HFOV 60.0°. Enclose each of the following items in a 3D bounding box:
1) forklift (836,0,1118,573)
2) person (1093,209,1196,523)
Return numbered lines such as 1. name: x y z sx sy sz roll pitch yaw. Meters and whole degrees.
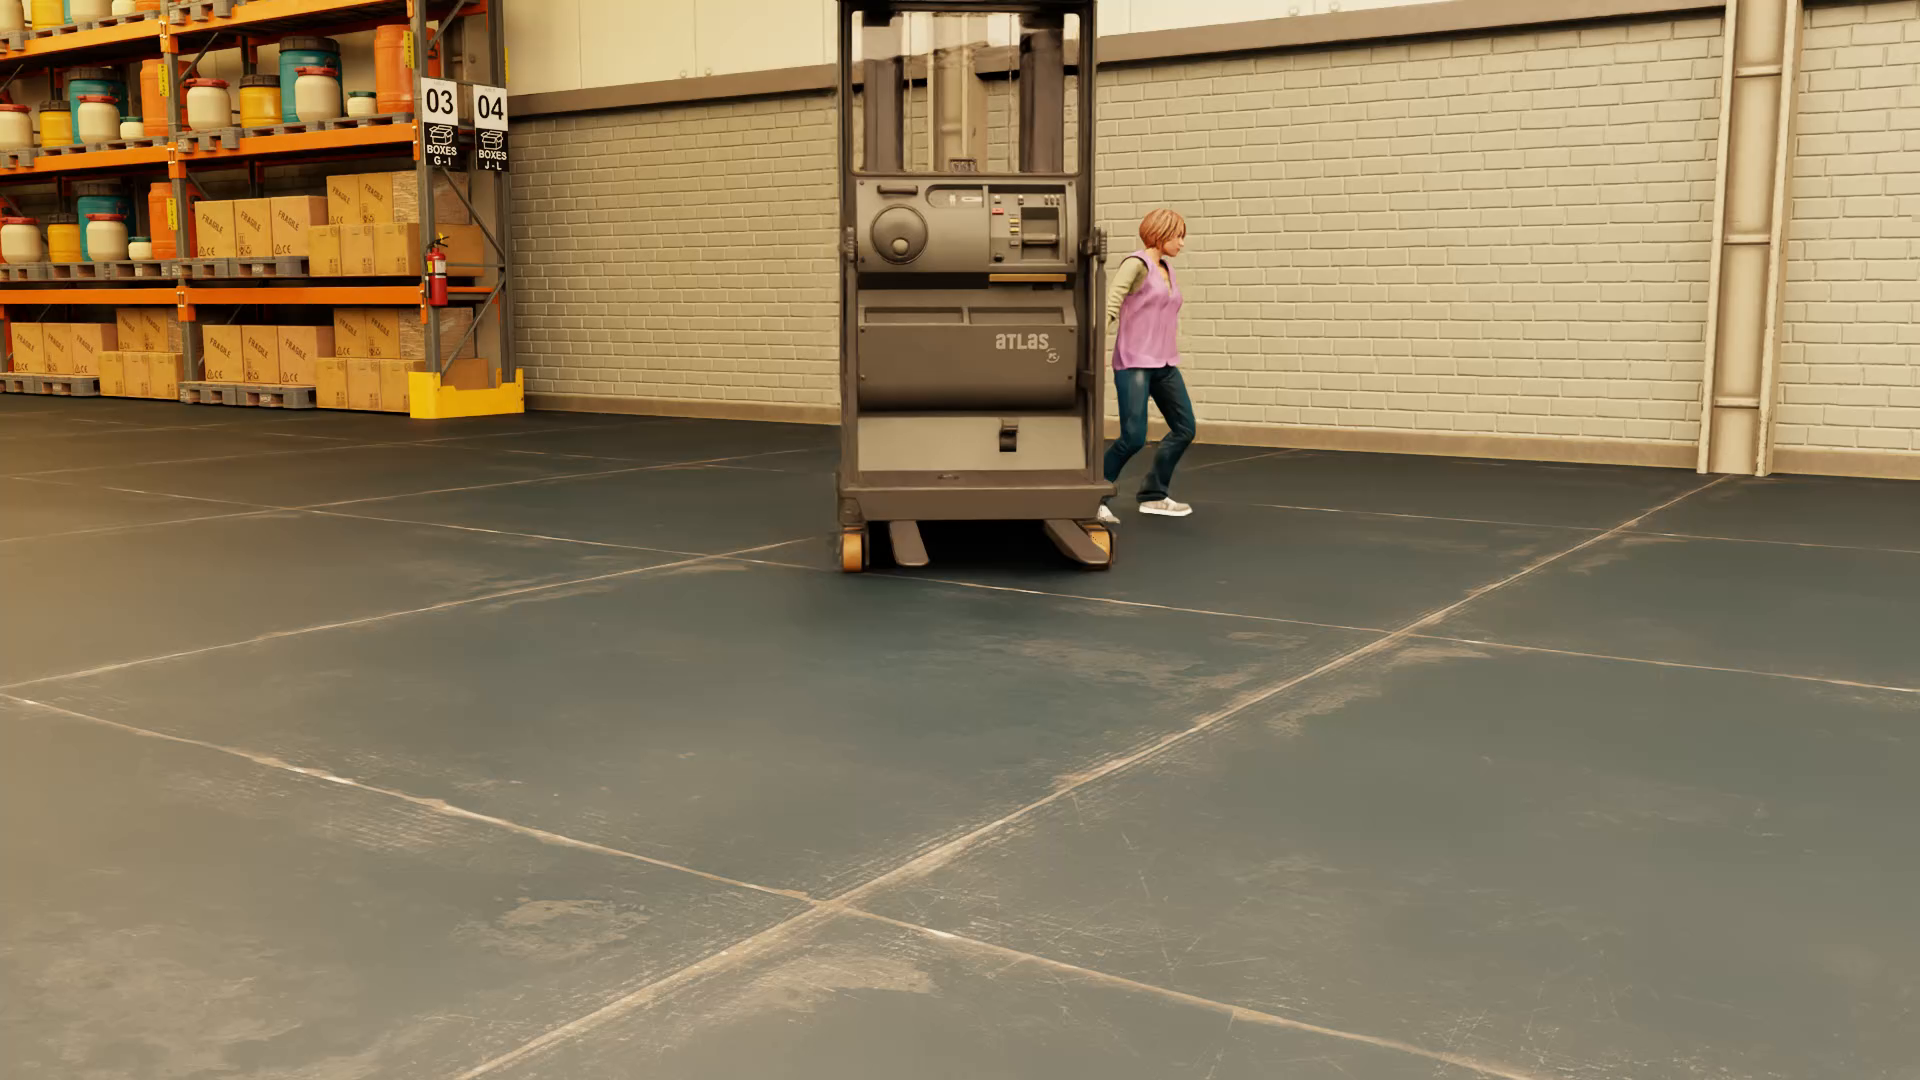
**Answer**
1. forklift: 0.046 -1.365 6.794 1.130 2.935 3.031 -1 8 -4
2. person: 0.850 -0.842 8.236 0.429 1.561 0.735 8 11 43
